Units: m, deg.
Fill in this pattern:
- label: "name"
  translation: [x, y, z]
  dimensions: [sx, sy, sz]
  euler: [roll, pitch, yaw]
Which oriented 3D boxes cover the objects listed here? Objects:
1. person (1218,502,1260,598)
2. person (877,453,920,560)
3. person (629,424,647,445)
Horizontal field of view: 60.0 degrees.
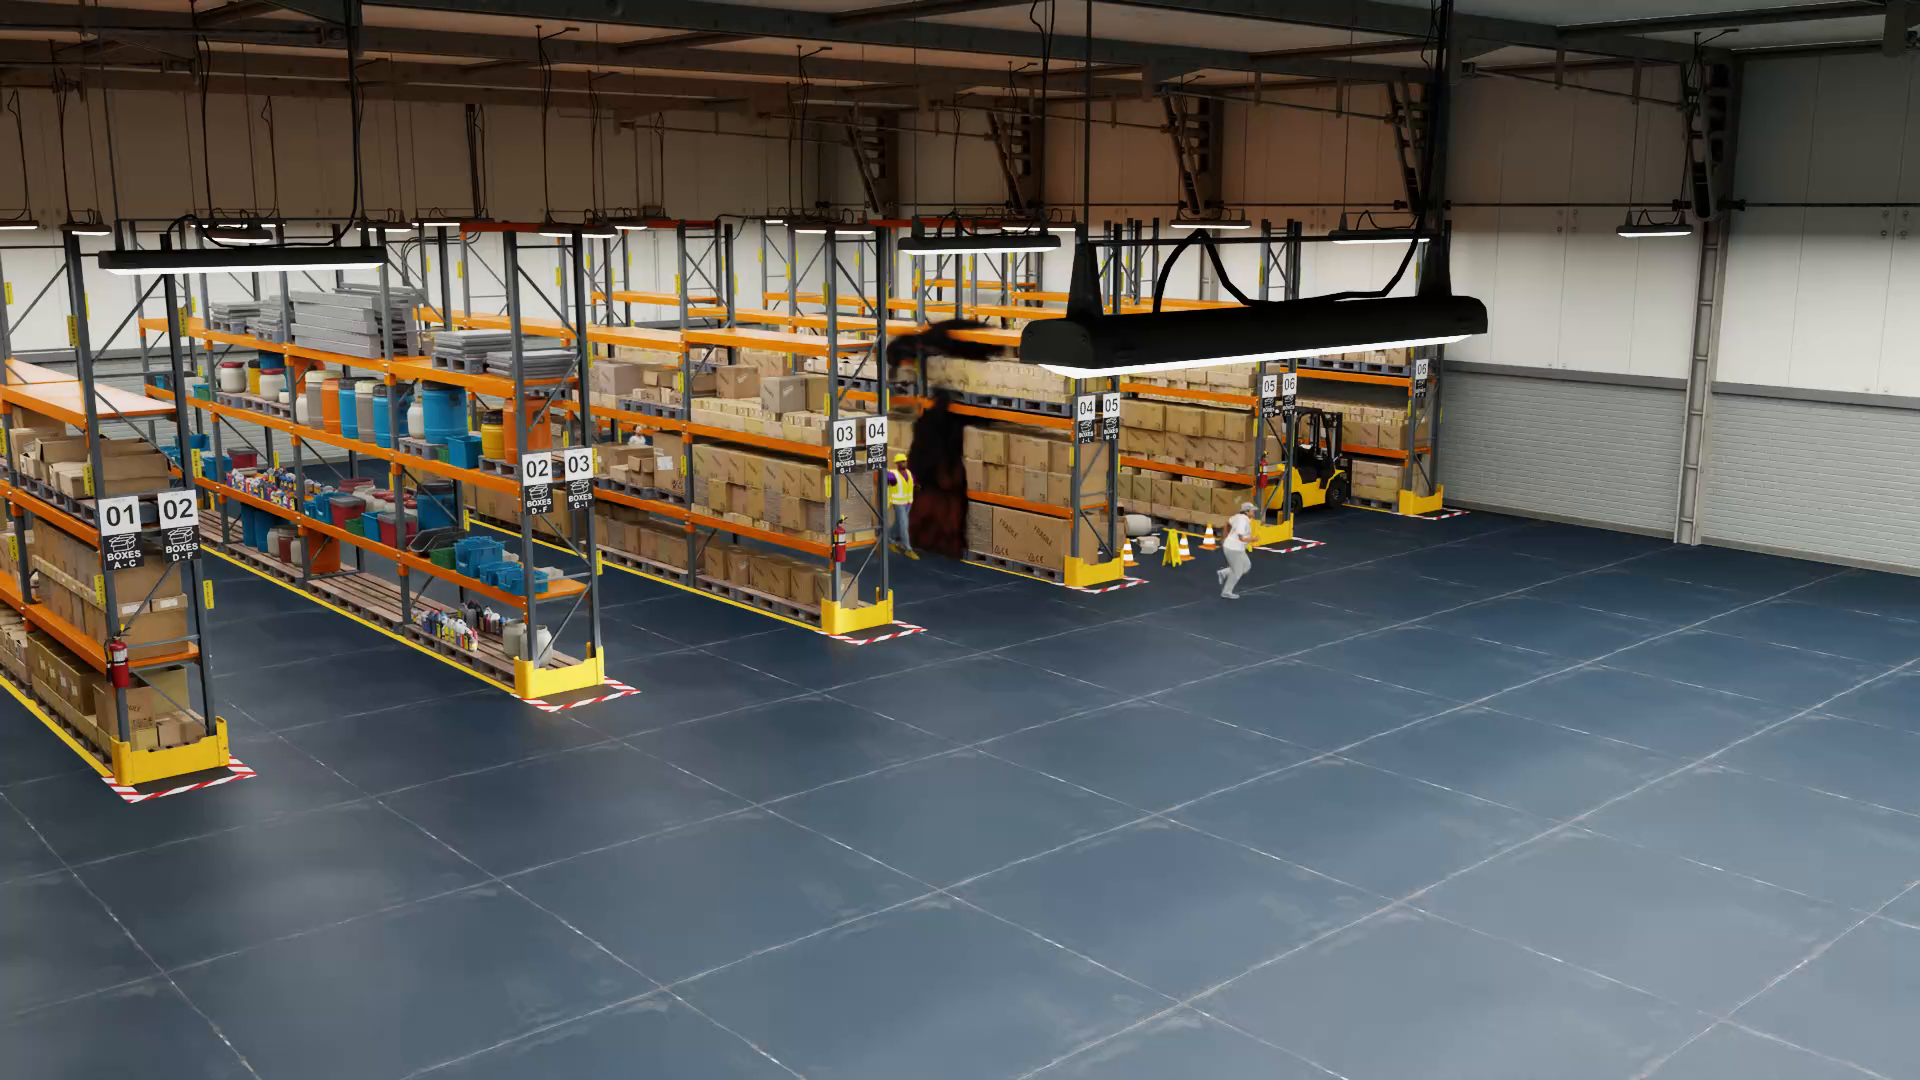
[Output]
- label: "person"
  translation: [4.542, 0.166, 27.059]
  dimensions: [0.673, 1.595, 0.576]
  euler: [2, 12, 9]
- label: "person"
  translation: [-0.992, -0.609, 28.800]
  dimensions: [0.879, 1.789, 0.693]
  euler: [9, 15, 39]
- label: "person"
  translation: [-6.902, -1.655, 35.789]
  dimensions: [0.549, 1.714, 0.728]
  euler: [-11, 16, -44]
